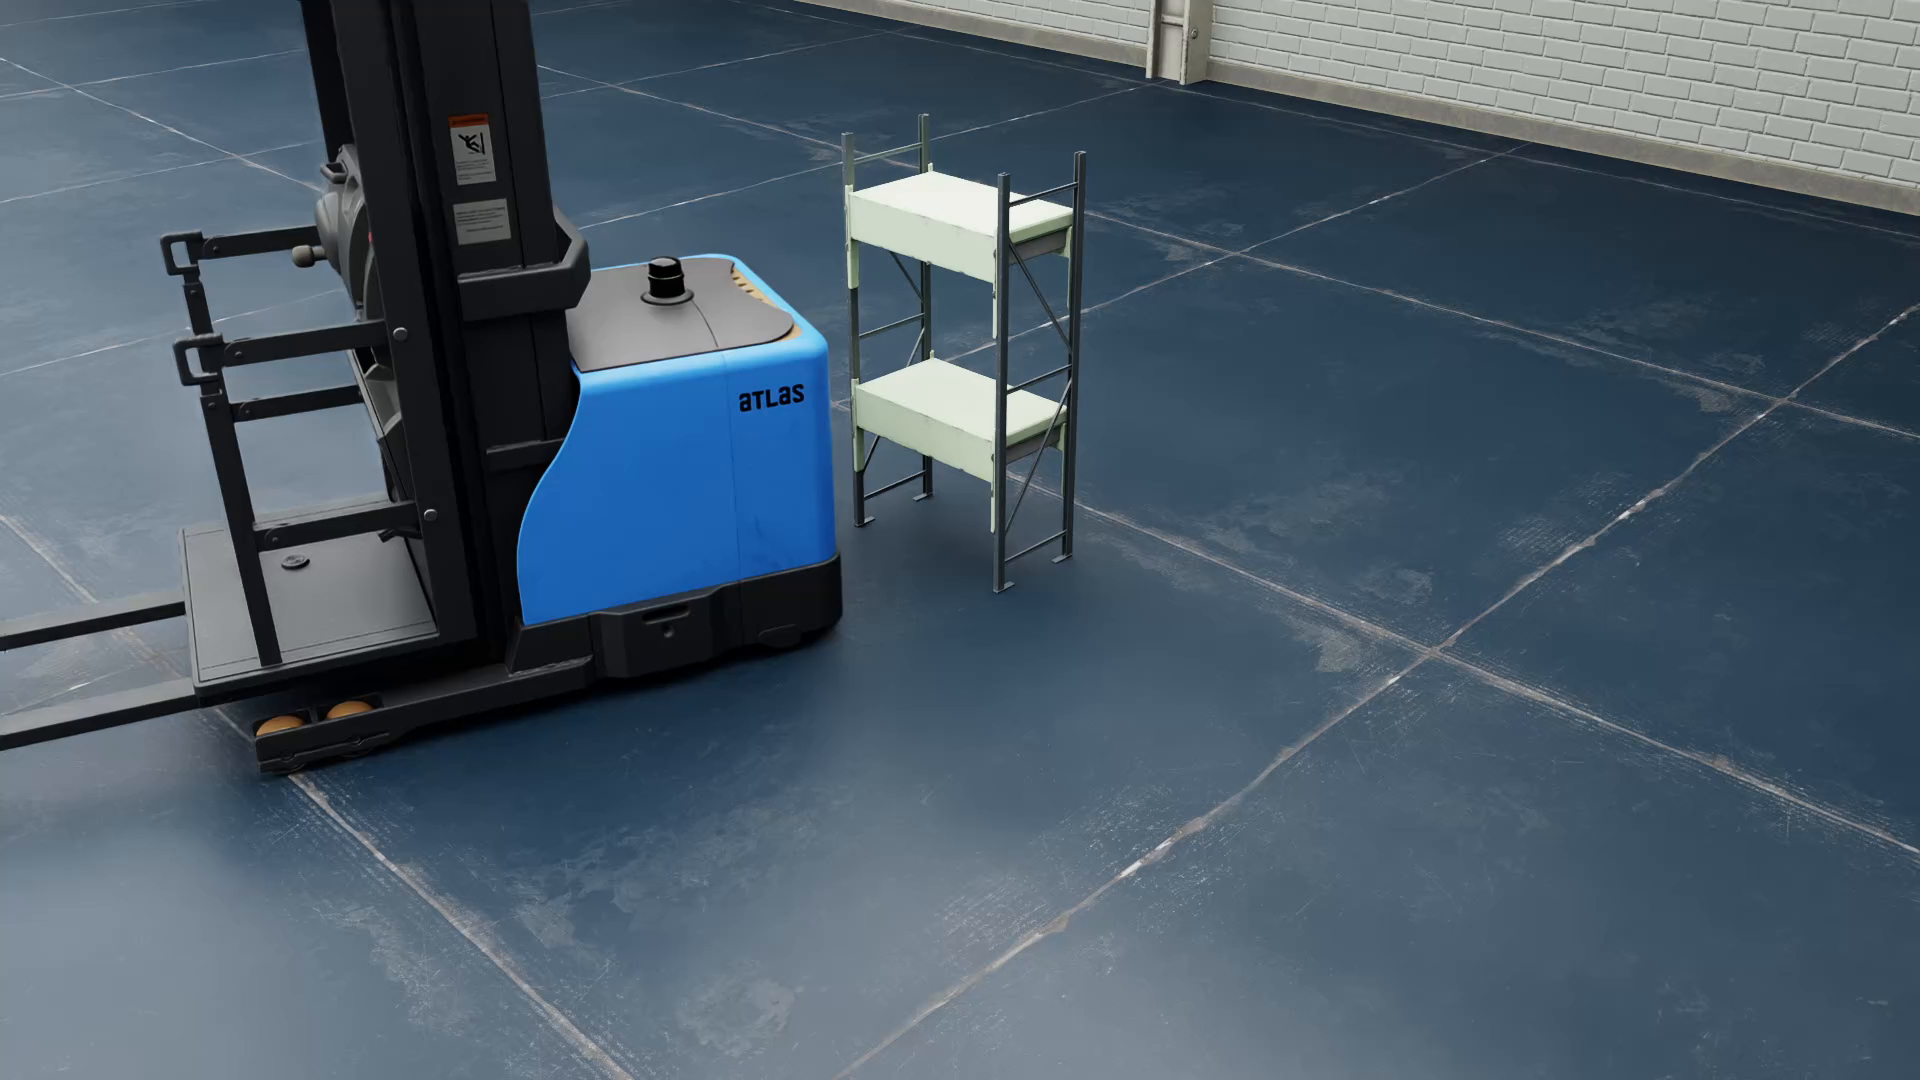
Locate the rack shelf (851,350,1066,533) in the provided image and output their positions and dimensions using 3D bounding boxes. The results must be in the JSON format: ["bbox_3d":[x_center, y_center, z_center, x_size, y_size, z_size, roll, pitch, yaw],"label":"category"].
[{"bbox_3d":[0.005,-0.373,6.049,0.720,0.370,0.431,25,36,38],"label":"rack shelf"}]

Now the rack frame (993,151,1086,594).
[{"bbox_3d":[0.266,-0.542,5.670,0.023,1.500,0.400,25,36,38],"label":"rack frame"}]

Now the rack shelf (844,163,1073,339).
[{"bbox_3d":[0.005,-1.007,5.715,0.720,0.370,0.431,25,36,38],"label":"rack shelf"}]

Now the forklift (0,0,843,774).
[{"bbox_3d":[-1.956,-0.886,4.785,3.031,2.935,1.130,-12,30,-22],"label":"forklift"}]

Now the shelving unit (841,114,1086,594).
[{"bbox_3d":[0.005,-0.662,5.897,0.755,1.500,0.431,25,36,38],"label":"shelving unit"}]

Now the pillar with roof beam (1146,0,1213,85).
[{"bbox_3d":[-1.290,-6.237,8.443,0.400,9.000,9.100,25,36,38],"label":"pillar with roof beam"}]

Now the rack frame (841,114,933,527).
[{"bbox_3d":[-0.256,-0.781,6.124,0.023,1.500,0.400,25,36,38],"label":"rack frame"}]
